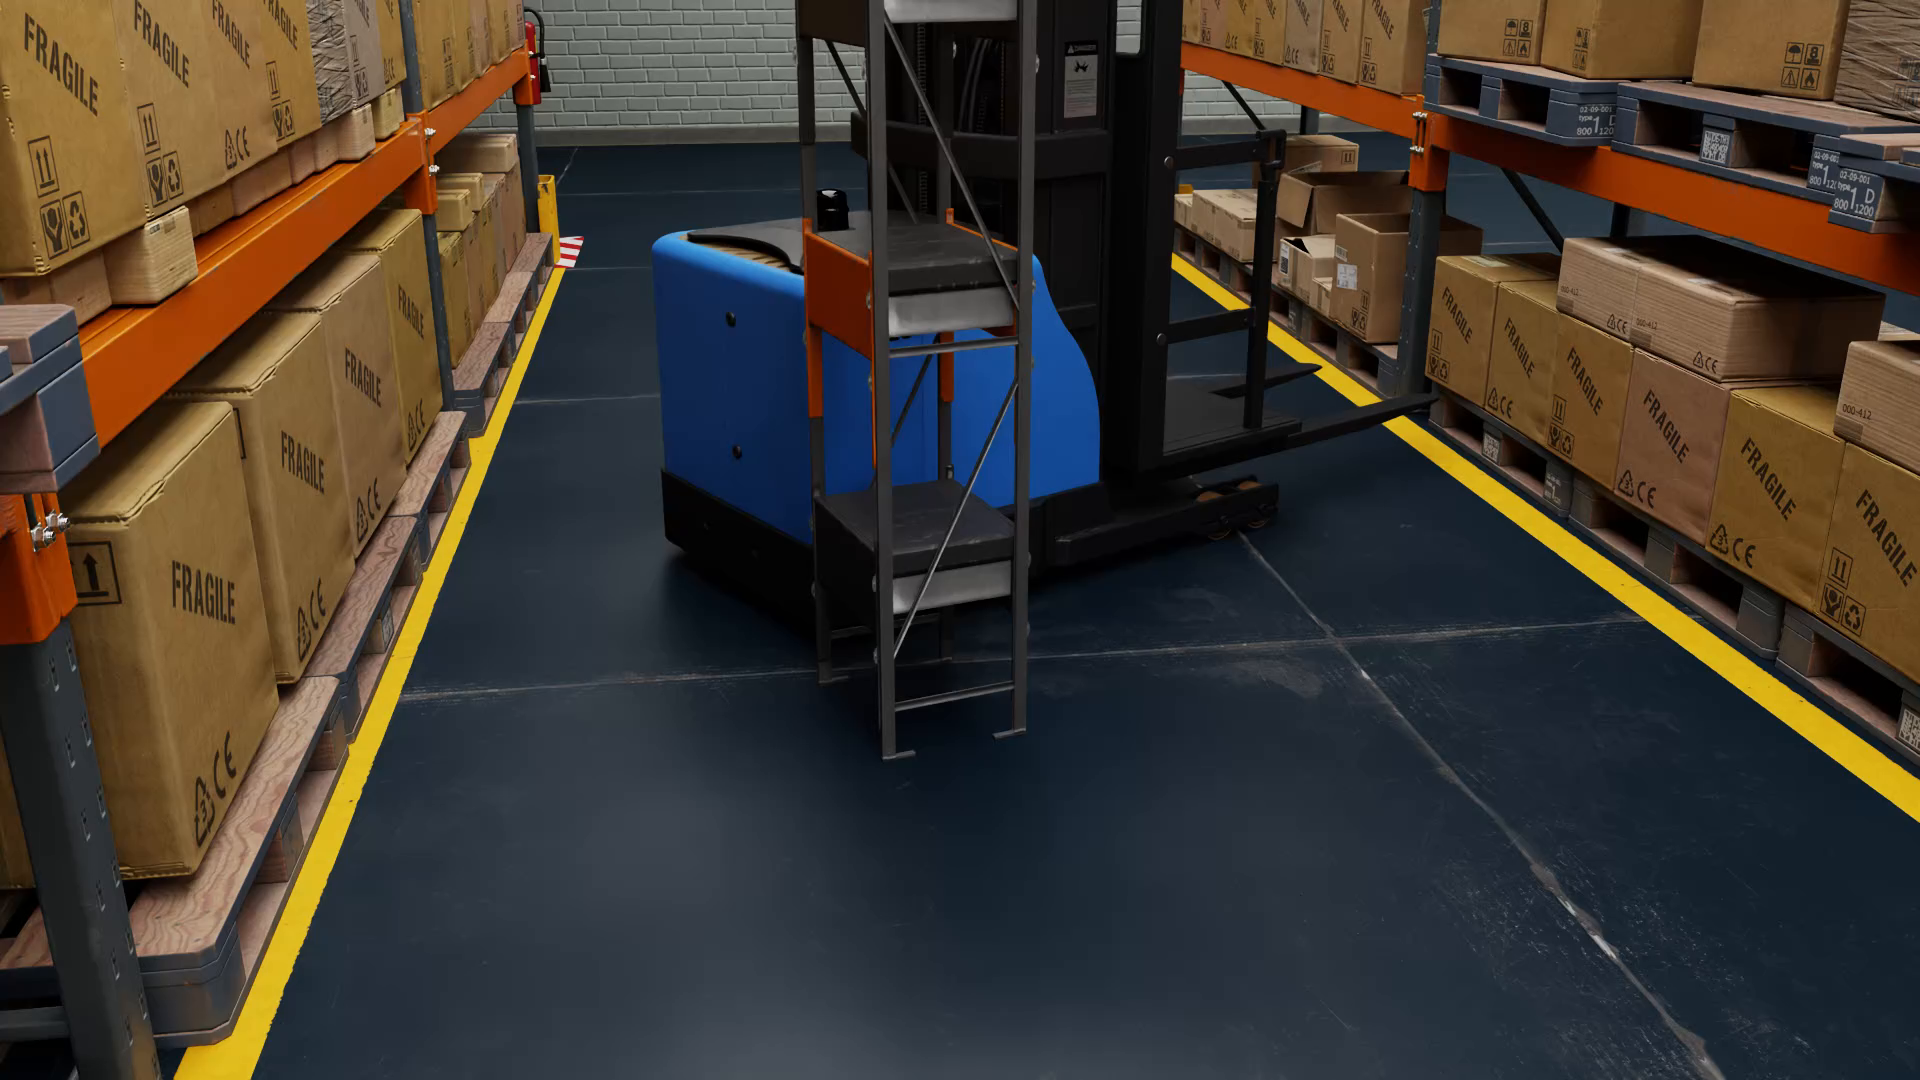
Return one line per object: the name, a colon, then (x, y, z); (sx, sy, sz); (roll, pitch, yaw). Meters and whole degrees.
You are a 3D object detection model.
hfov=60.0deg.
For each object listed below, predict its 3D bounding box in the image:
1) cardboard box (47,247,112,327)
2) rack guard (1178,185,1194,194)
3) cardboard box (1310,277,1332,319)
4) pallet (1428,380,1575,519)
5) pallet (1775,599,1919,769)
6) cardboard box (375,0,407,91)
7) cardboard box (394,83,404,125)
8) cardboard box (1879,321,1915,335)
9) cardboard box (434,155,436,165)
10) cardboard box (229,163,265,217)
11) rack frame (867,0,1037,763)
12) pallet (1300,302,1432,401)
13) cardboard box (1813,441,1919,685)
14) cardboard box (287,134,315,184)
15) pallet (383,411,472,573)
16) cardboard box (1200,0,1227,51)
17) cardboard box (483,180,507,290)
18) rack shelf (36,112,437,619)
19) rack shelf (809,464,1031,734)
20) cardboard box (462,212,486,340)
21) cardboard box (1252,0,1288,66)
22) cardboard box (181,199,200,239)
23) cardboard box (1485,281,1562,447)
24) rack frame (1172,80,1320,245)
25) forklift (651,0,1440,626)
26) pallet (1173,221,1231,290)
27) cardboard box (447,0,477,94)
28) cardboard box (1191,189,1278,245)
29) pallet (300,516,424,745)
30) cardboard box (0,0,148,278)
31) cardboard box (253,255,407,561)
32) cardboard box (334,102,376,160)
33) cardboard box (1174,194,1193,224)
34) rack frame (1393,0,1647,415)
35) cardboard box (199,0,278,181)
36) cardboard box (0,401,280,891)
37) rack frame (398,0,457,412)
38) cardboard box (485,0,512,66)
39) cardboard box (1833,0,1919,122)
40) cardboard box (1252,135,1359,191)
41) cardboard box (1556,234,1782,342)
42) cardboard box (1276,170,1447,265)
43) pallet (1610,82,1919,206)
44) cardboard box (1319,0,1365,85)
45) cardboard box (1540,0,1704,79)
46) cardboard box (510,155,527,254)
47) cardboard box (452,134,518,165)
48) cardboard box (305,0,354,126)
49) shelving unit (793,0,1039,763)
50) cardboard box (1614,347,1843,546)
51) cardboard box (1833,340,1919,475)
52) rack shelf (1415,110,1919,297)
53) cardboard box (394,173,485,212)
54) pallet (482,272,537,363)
cardboard box: (-1.779, -0.460, 2.992); (0.380, 0.149, 0.250); (-3, 21, -7)
rack guard: (1.826, -2.179, 10.836); (1.175, 0.500, 0.348); (-3, 21, -8)
cardboard box: (1.916, -1.172, 8.012); (0.380, 0.149, 0.250); (-3, 21, -8)
pallet: (2.547, -0.405, 6.500); (1.003, 0.211, 1.213); (-3, 21, -8)
pallet: (2.898, 0.440, 4.238); (1.003, 0.211, 1.213); (-3, 21, -8)
cardboard box: (-2.194, -1.789, 5.621); (0.500, 0.500, 0.500); (-3, 21, -9)
cardboard box: (-2.181, -1.529, 5.854); (0.380, 0.149, 0.250); (-3, 21, -7)
cardboard box: (2.881, -0.525, 5.778); (0.500, 0.500, 0.500); (-3, 21, -7)
cardboard box: (-3.028, -2.075, 9.031); (0.380, 0.149, 0.250); (-3, 21, -8)
cardboard box: (-1.983, -0.903, 4.178); (0.380, 0.149, 0.250); (-3, 21, -7)
rack frame: (-0.014, -0.450, 3.920); (0.400, 2.100, 0.015); (-9, 22, -22)
pallet: (2.294, -0.923, 7.885); (1.003, 0.211, 1.213); (-3, 21, -8)
cardboard box: (2.601, 0.047, 4.248); (0.500, 0.500, 0.500); (-2, 21, -6)
cardboard box: (-2.041, -1.087, 4.670); (0.380, 0.149, 0.250); (-3, 21, -9)
pallet: (-2.324, -0.171, 5.871); (1.003, 0.211, 1.213); (-3, 21, -8)
cardboard box: (1.698, -3.078, 9.527); (0.500, 0.500, 0.500); (-3, 21, -8)
cardboard box: (-2.741, -1.566, 8.595); (0.700, 0.500, 0.500); (-4, 21, -10)
rack shelf: (-2.221, -0.711, 4.360); (1.077, 0.370, 4.000); (-3, 21, -8)
rack shelf: (-0.112, 0.140, 4.379); (0.431, 0.518, 0.480); (-9, 22, -22)
cardboard box: (-2.585, -1.204, 7.625); (0.700, 0.500, 0.500); (-3, 21, -8)
cardboard box: (1.838, -2.731, 8.597); (0.500, 0.500, 0.500); (-3, 21, -7)
cardboard box: (-1.938, -0.727, 3.706); (0.380, 0.149, 0.250); (-2, 21, -7)
cardboard box: (2.308, -0.663, 6.147); (0.500, 0.500, 0.500); (-3, 21, -7)
rack frame: (1.815, -3.376, 10.469); (1.000, 3.000, 0.127); (-3, 21, -8)
forklift: (0.498, -1.505, 5.556); (3.031, 2.935, 1.130); (-15, 25, -34)
pallet: (1.942, -1.767, 10.147); (1.003, 0.211, 1.213); (-3, 21, -8)
cardboard box: (-2.671, -2.322, 7.218); (0.980, 0.700, 0.700); (-3, 21, -9)
cardboard box: (1.685, -1.919, 9.867); (0.500, 0.250, 0.500); (-3, 21, -8)
pallet: (-2.145, 0.253, 4.738); (1.003, 0.211, 1.213); (-3, 21, -8)
cardboard box: (-1.750, -0.732, 2.792); (0.500, 0.500, 0.500); (-2, 21, -6)
cardboard box: (-2.156, -0.404, 4.982); (0.750, 0.750, 0.750); (-2, 21, -6)
cardboard box: (-2.032, -1.262, 5.140); (0.380, 0.149, 0.250); (-3, 21, -8)
cardboard box: (1.536, -2.085, 10.456); (0.380, 0.149, 0.250); (-3, 21, -8)
rack frame: (2.392, -1.991, 6.761); (1.000, 3.000, 0.127); (-3, 21, -8)
cardboard box: (-1.886, -1.086, 3.739); (0.500, 0.500, 0.500); (-3, 21, -8)
cardboard box: (-1.909, 0.194, 3.382); (0.750, 0.750, 0.750); (-3, 21, -8)
rack frame: (-2.509, -1.740, 6.088); (1.000, 3.000, 0.127); (-3, 21, -8)
cardboard box: (-2.887, -2.838, 8.599); (0.980, 0.700, 0.700); (-3, 21, -8)
cardboard box: (2.823, -1.389, 4.404); (0.700, 0.500, 0.500); (1, 20, 2)
cardboard box: (2.137, -2.236, 10.358); (0.500, 0.500, 0.500); (-3, 21, -8)
cardboard box: (2.365, -0.852, 5.581); (0.500, 0.250, 0.500); (-3, 21, -8)
cardboard box: (2.116, -1.678, 8.861); (0.797, 0.503, 0.637); (-3, 21, -8)
pallet: (2.684, -1.190, 4.888); (1.003, 0.211, 1.213); (-3, 21, -8)
cardboard box: (1.990, -2.377, 7.650); (0.500, 0.500, 0.500); (-2, 21, -6)
cardboard box: (2.401, -1.825, 5.571); (0.700, 0.500, 0.500); (0, 20, 1)
cardboard box: (-2.886, -1.914, 9.525); (0.700, 0.500, 0.500); (-3, 21, -8)
cardboard box: (-2.687, -2.182, 9.317); (0.380, 0.149, 0.250); (-3, 21, -8)
cardboard box: (-2.046, -1.438, 4.683); (0.500, 0.500, 0.500); (-3, 21, -8)
shelving unit: (-0.112, -0.528, 4.130); (0.431, 2.100, 0.503); (-9, 22, -22)
cardboard box: (2.445, -0.314, 5.214); (0.500, 0.500, 0.500); (-4, 21, -10)
cardboard box: (2.589, -0.324, 4.169); (0.500, 0.250, 0.500); (-2, 21, -6)
rack shelf: (2.680, -0.962, 5.032); (1.077, 0.370, 4.000); (-3, 21, -8)
cardboard box: (-2.460, -1.642, 7.872); (0.380, 0.149, 0.250); (-4, 21, -9)
pallet: (-2.721, -1.124, 8.425); (1.003, 0.211, 1.213); (-3, 21, -8)
